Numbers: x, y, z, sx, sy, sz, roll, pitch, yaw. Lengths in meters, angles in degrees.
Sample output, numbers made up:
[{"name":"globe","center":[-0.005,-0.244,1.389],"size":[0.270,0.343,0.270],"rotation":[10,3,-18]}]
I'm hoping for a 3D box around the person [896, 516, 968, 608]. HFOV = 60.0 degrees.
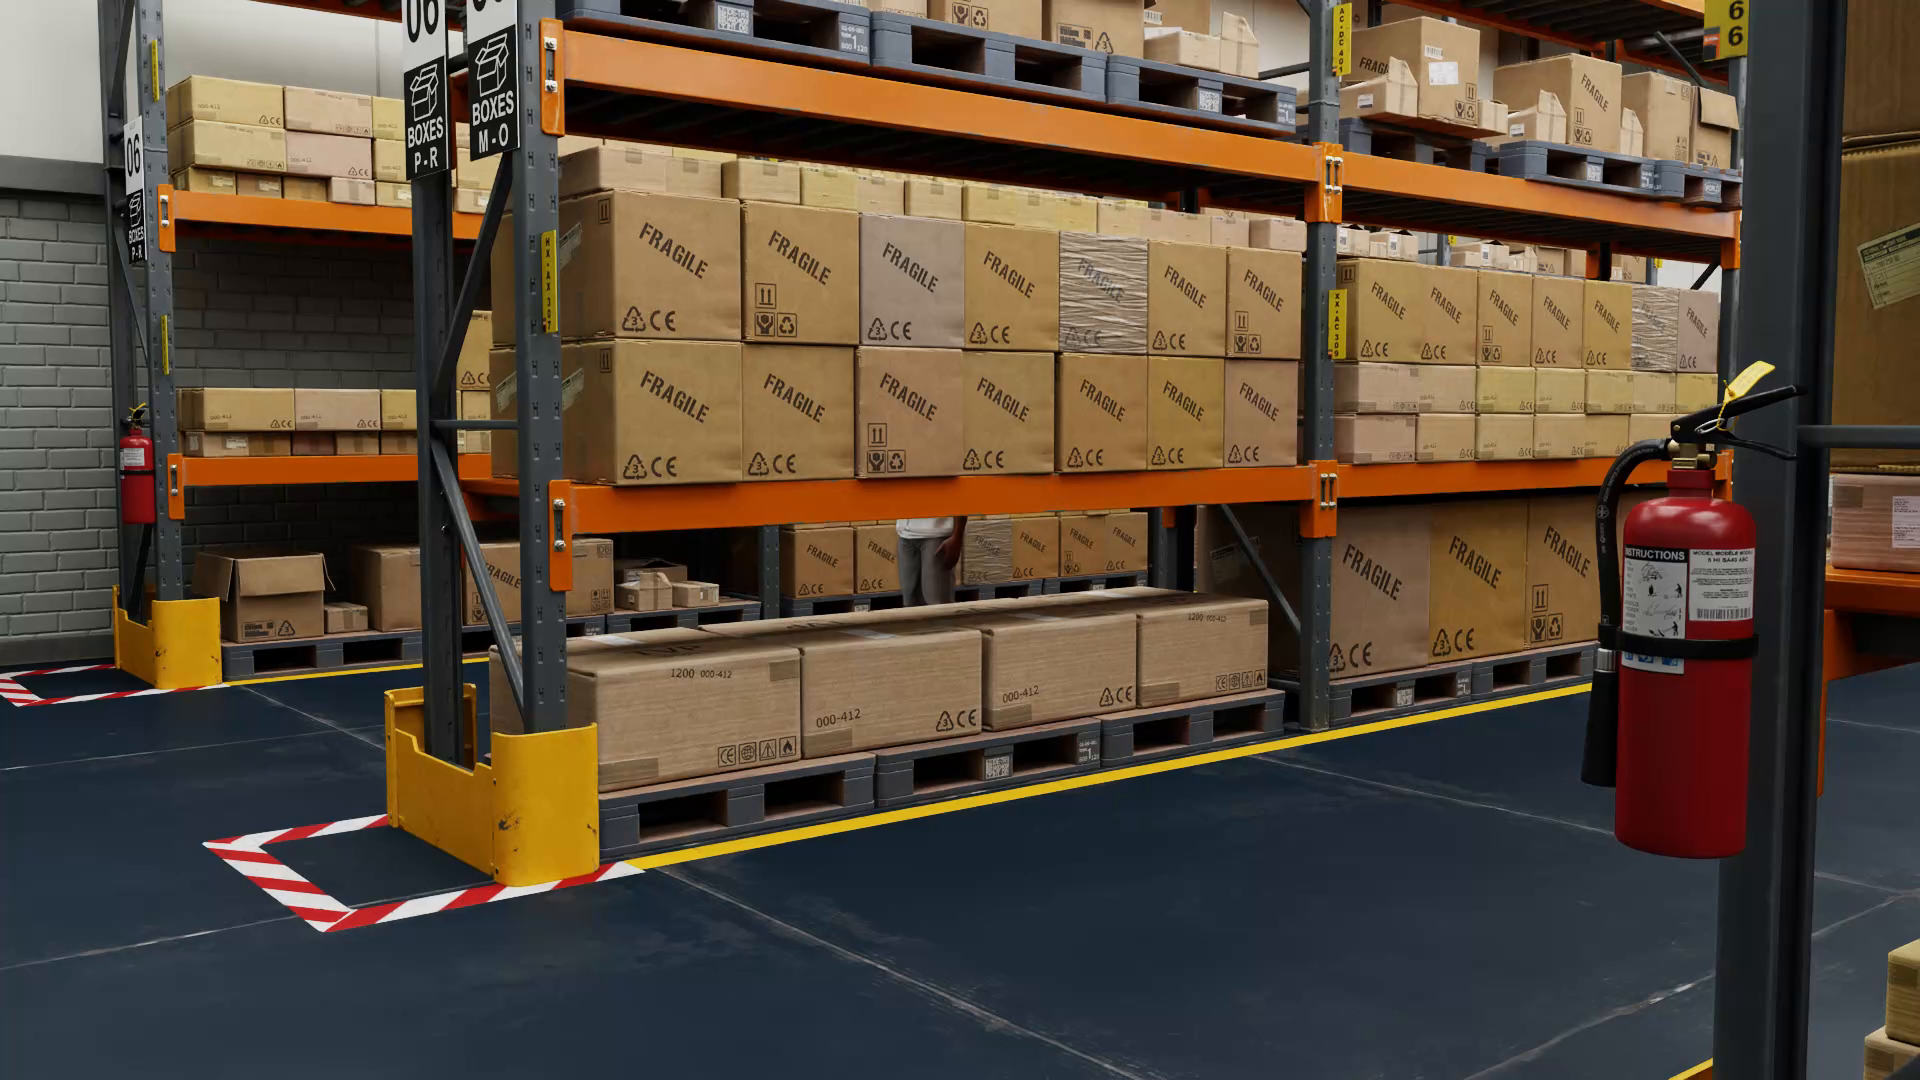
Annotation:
[{"name":"person","center":[-0.152,-0.018,9.100],"size":[0.355,1.762,0.563],"rotation":[-3,5,-37]}]
